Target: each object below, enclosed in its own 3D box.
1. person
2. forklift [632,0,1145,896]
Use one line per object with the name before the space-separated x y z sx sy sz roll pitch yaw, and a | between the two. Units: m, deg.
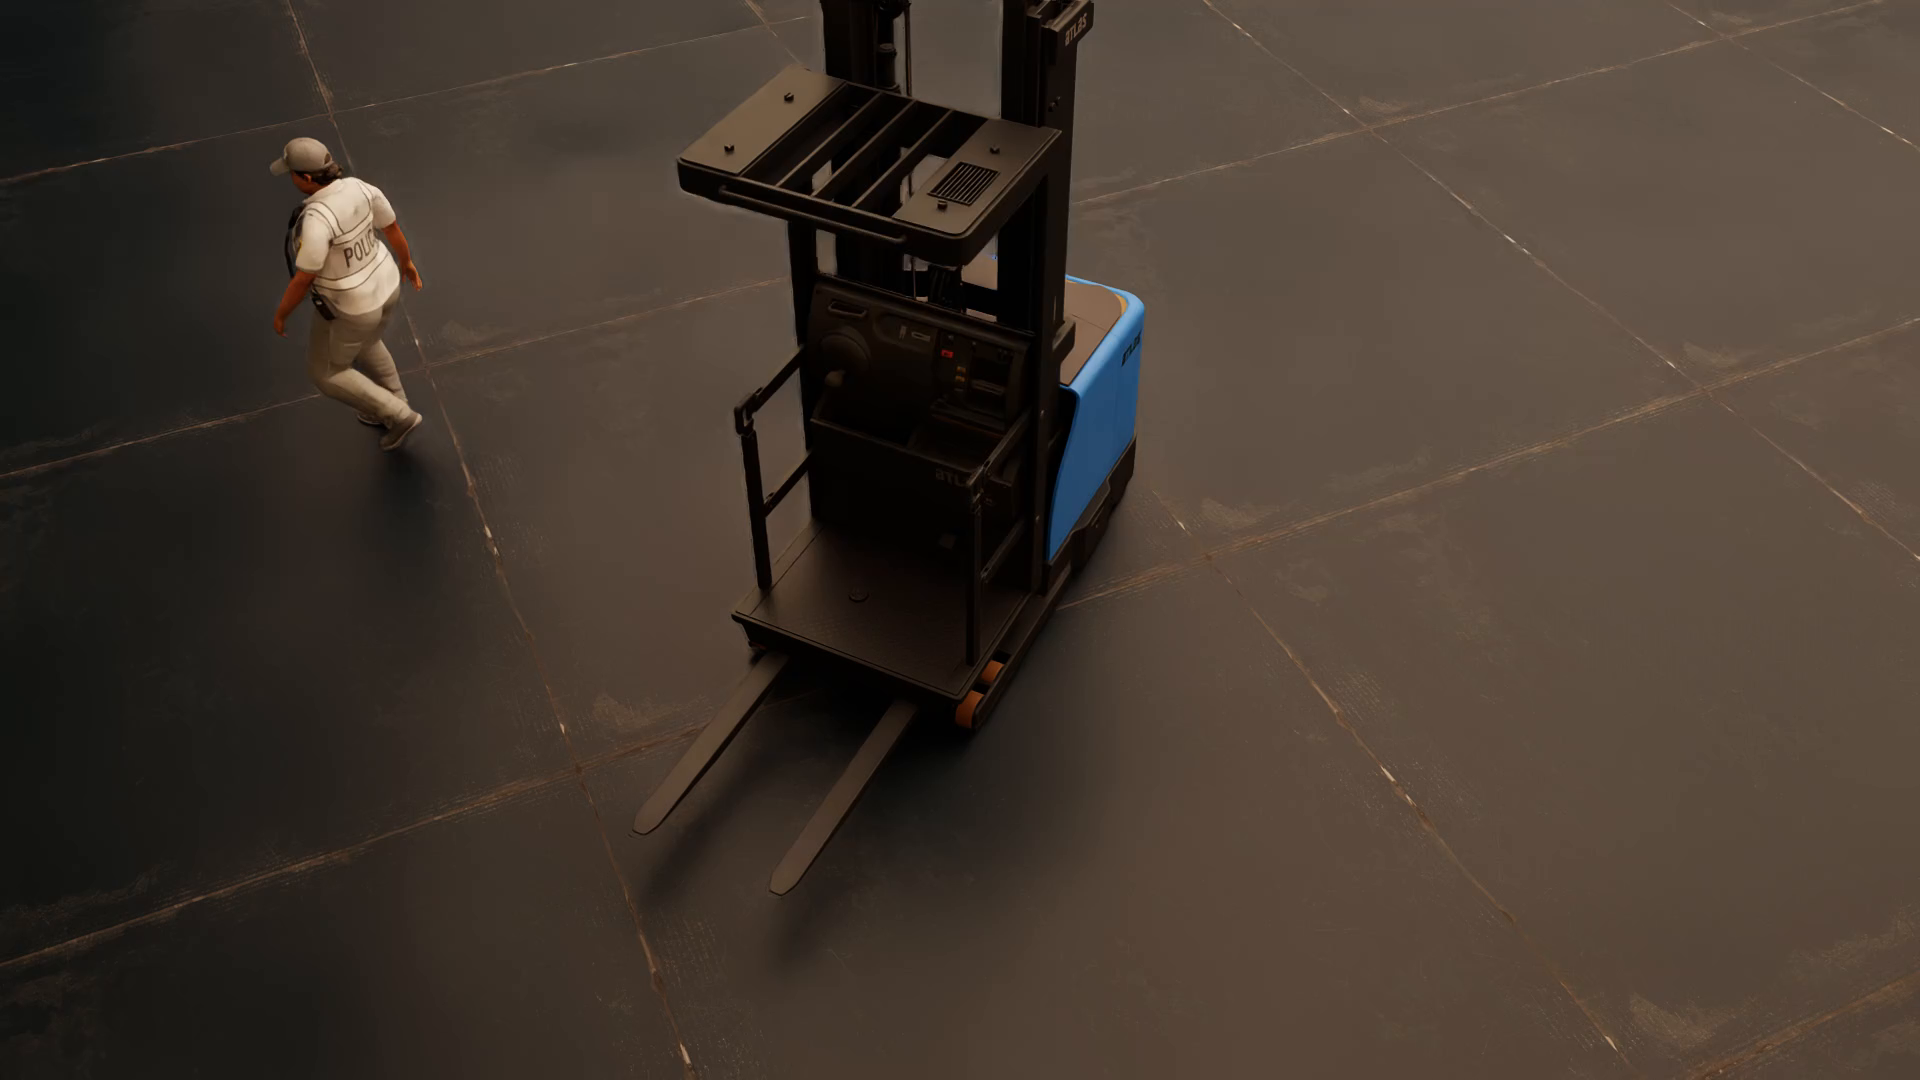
person | -2.857 -1.145 7.855 0.494 1.647 0.689 9 44 9
forklift | -0.271 -0.627 6.352 1.130 2.935 3.031 19 46 19
